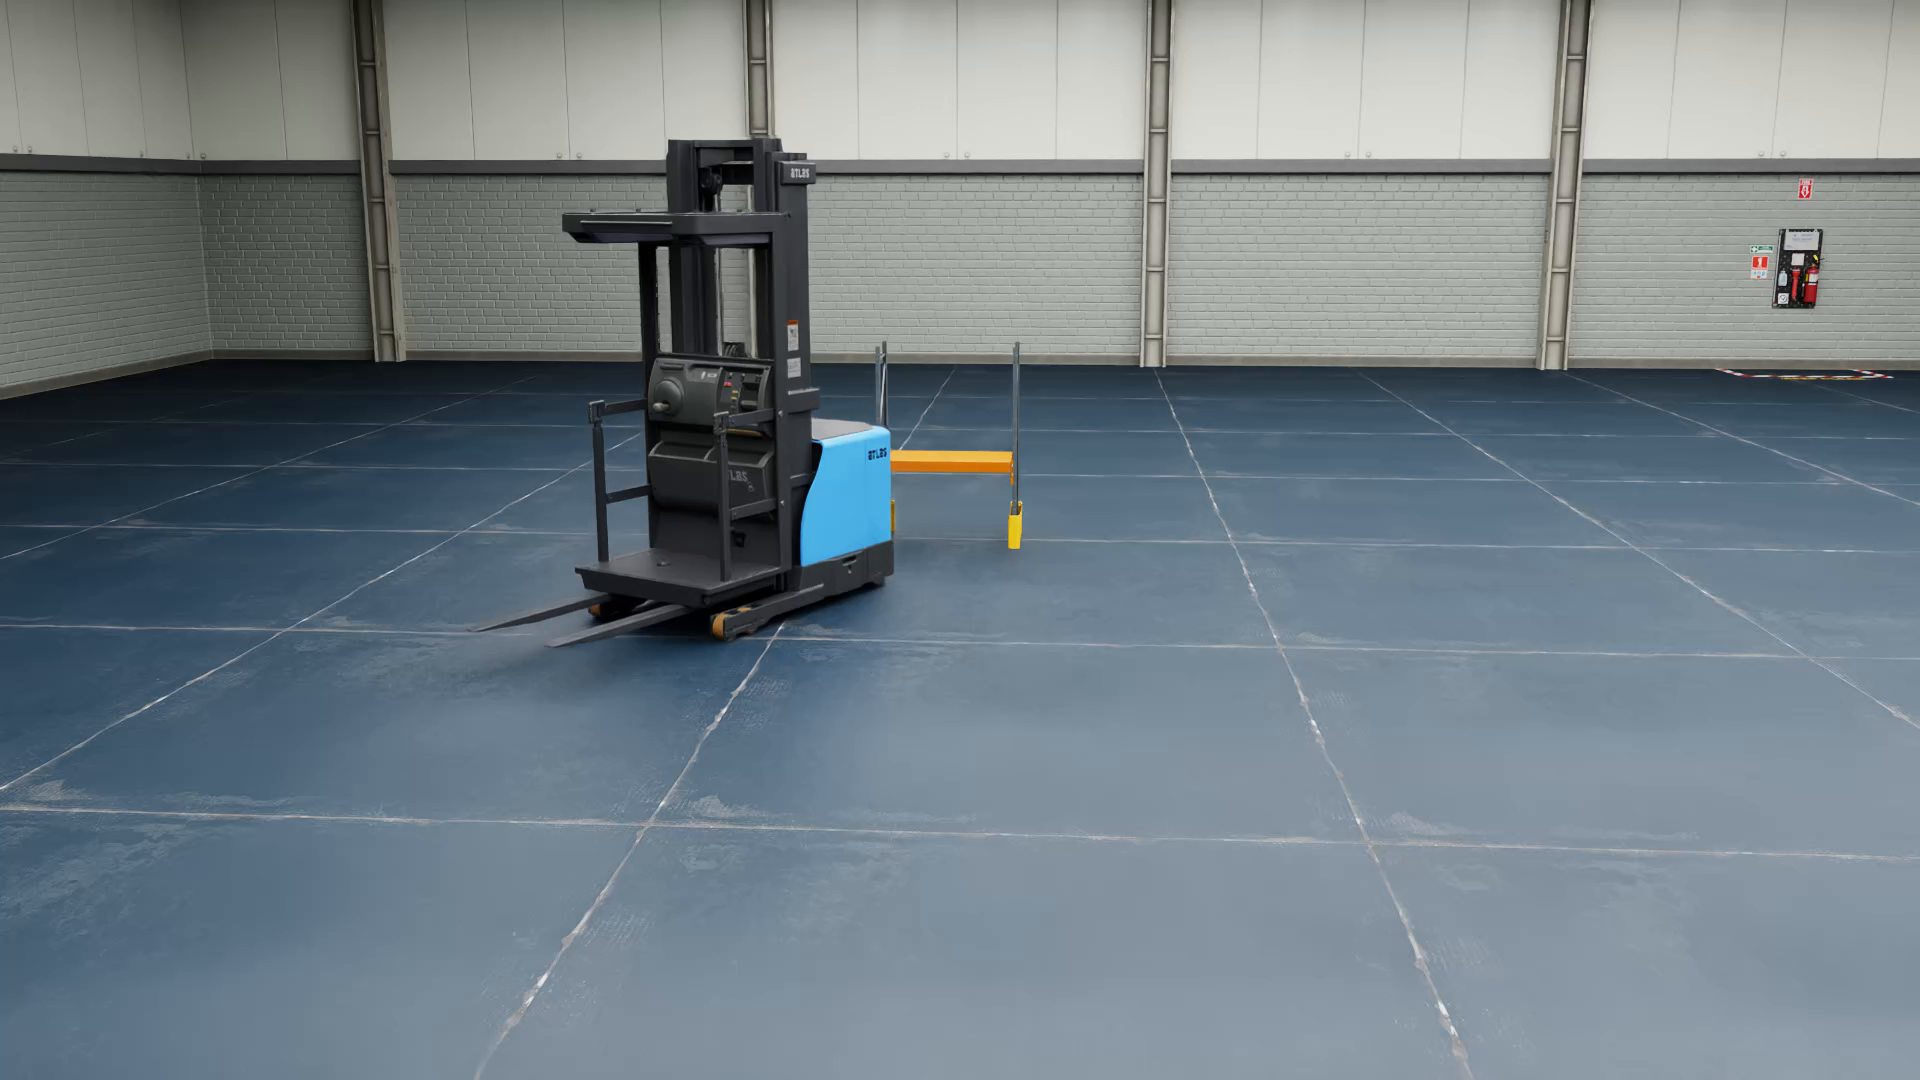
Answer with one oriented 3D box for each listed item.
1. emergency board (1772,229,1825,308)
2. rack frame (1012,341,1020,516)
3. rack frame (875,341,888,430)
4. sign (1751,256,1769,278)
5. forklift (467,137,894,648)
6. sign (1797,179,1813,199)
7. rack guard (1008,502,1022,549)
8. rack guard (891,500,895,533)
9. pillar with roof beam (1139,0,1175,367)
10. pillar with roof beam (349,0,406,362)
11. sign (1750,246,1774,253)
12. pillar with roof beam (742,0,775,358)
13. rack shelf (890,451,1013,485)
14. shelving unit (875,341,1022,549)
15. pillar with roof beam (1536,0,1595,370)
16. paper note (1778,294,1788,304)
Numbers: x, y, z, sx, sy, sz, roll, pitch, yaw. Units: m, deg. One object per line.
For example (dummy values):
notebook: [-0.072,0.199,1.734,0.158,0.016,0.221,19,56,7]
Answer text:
emergency board: [12.467,-4.020,24.661,0.643,1.169,0.194,1,12,4]
rack frame: [0.422,-0.728,12.587,0.032,1.500,0.500,1,12,4]
rack frame: [-0.592,-0.742,12.653,0.032,1.500,0.500,1,12,4]
sign: [11.923,-4.066,24.794,0.234,0.329,0.001,1,12,4]
forklift: [-1.665,-0.941,10.107,1.130,2.935,3.031,7,14,32]
sign: [12.466,-5.175,24.521,0.199,0.298,0.001,1,12,4]
rack guard: [0.421,-0.117,12.715,0.087,0.250,0.587,1,12,4]
rack guard: [-0.573,-0.130,12.780,0.087,0.250,0.587,1,12,4]
pillar with roof beam: [2.670,-6.200,20.428,0.400,9.000,9.100,1,12,4]
pillar with roof beam: [-9.303,-6.364,21.213,0.400,9.000,9.100,1,12,4]
sign: [11.927,-4.324,24.731,0.331,0.109,0.001,1,12,4]
pillar with roof beam: [-3.317,-6.282,20.821,0.400,9.000,9.100,1,12,4]
rack shelf: [-0.085,-0.559,12.657,1.000,0.185,0.538,1,12,4]
shelving unit: [-0.076,-0.735,12.619,1.083,1.500,0.587,1,12,4]
pillar with roof beam: [8.656,-6.118,20.036,0.400,9.000,9.100,1,12,4]
paper note: [12.295,-3.606,24.830,0.142,0.148,0.016,1,12,4]
